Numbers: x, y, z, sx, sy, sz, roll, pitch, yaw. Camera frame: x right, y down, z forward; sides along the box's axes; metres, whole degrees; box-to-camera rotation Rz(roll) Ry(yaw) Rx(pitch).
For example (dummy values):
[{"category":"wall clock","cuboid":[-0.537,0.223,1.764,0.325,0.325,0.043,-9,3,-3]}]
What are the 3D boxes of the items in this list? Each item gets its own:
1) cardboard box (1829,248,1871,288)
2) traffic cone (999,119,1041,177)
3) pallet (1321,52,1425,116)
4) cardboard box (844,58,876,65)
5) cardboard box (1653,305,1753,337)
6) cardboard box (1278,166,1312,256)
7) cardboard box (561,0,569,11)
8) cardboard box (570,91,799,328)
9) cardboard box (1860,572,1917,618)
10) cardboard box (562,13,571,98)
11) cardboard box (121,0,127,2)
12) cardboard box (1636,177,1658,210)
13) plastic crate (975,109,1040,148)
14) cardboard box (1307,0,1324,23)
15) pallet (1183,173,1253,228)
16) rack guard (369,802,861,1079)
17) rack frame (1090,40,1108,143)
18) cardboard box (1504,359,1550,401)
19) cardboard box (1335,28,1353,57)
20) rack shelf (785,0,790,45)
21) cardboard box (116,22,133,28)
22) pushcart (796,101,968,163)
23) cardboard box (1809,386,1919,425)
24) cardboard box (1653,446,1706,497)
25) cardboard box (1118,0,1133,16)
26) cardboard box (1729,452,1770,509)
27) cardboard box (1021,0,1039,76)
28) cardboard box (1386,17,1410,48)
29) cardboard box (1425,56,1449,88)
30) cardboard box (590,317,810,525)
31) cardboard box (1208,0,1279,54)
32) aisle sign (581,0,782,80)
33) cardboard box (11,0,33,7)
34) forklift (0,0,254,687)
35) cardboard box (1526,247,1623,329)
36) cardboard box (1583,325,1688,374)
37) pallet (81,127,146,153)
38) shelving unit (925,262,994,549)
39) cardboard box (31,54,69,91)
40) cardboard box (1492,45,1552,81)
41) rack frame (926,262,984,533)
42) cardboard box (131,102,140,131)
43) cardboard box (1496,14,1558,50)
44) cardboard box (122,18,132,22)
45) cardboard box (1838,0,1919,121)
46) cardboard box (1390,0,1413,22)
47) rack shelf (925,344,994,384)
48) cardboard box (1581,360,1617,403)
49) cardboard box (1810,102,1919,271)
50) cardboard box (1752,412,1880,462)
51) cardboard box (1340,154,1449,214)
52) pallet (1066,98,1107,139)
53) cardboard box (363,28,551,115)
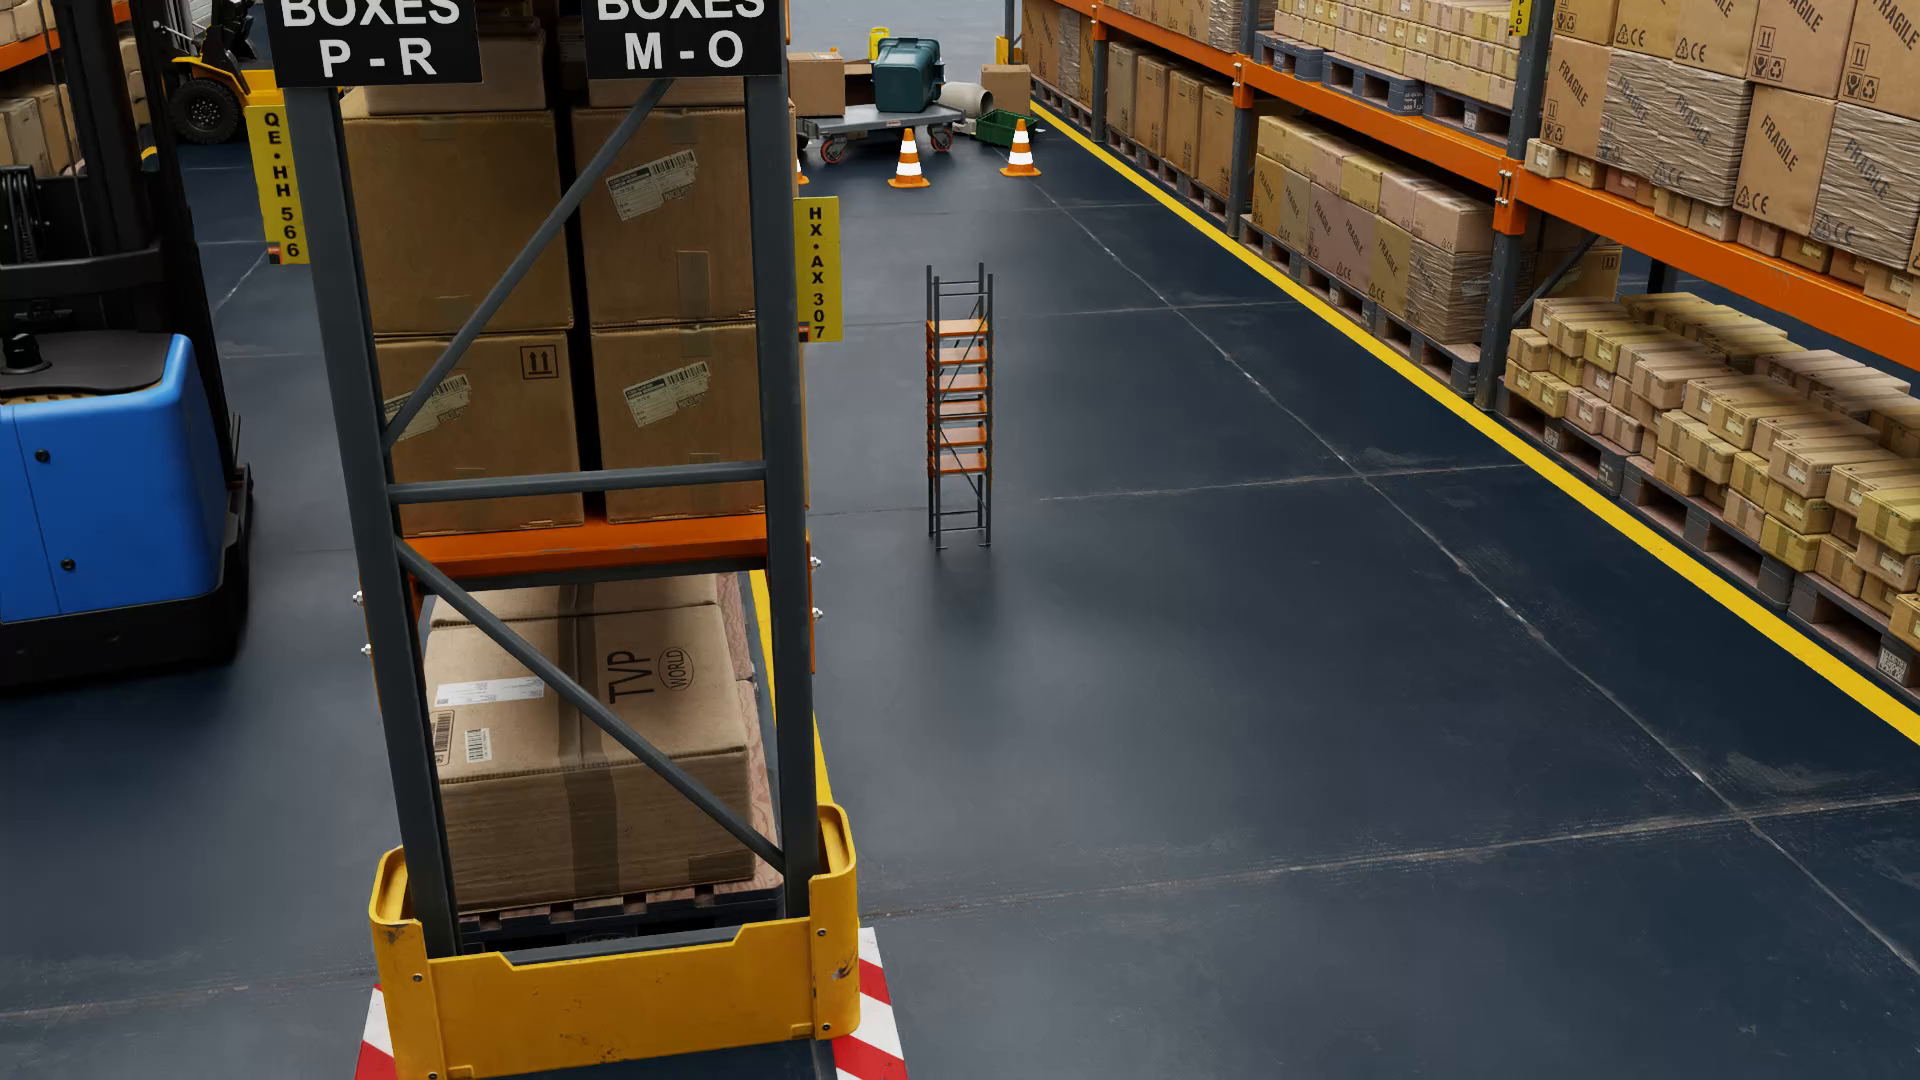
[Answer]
[{"category":"cardboard box","cuboid":[3.495,-1.037,6.190,0.380,0.149,0.250,-5,24,-12]},{"category":"traffic cone","cuboid":[0.530,-3.450,14.570,0.336,0.463,0.334,-4,24,-10]},{"category":"pallet","cuboid":[2.912,-2.815,10.186,1.003,0.211,1.213,-4,24,-10]},{"category":"cardboard box","cuboid":[-1.007,-4.771,17.546,0.637,0.503,0.797,18,29,36]},{"category":"cardboard box","cuboid":[3.653,-1.045,8.189,0.380,0.149,0.250,-4,24,-9]},{"category":"cardboard box","cuboid":[2.482,-2.230,11.208,0.500,0.500,0.500,-4,24,-9]},{"category":"cardboard box","cuboid":[-1.512,-1.858,5.572,0.380,0.149,0.250,-4,24,-10]},{"category":"cardboard box","cuboid":[-0.670,-0.839,4.050,0.500,0.500,0.500,-5,24,-11]},{"category":"cardboard box","cuboid":[3.572,0.187,6.111,0.380,0.149,0.250,-4,24,-10]},{"category":"cardboard box","cuboid":[-1.489,-1.397,5.328,0.500,0.500,0.500,-4,24,-10]},{"category":"cardboard box","cuboid":[-8.062,-5.318,15.555,0.500,0.500,0.500,-4,24,-9]},{"category":"cardboard box","cuboid":[3.242,-1.550,7.364,0.380,0.149,0.250,-5,24,-12]},{"category":"plastic crate","cuboid":[0.447,-3.961,16.012,0.450,0.188,0.662,17,27,13]},{"category":"cardboard box","cuboid":[2.503,-3.476,10.878,0.380,0.149,0.250,-5,24,-11]},{"category":"pallet","cuboid":[2.434,-2.716,13.205,1.003,0.211,1.213,-4,24,-10]},{"category":"rack guard","cuboid":[-0.856,1.030,4.268,1.175,0.500,0.348,-4,24,-10]},{"category":"rack frame","cuboid":[1.766,-5.251,15.526,1.000,3.000,0.127,-4,24,-10]},{"category":"cardboard box","cuboid":[2.997,-0.824,8.426,0.380,0.149,0.250,-5,24,-12]},{"category":"cardboard box","cuboid":[2.593,-3.142,10.486,0.380,0.149,0.250,-4,24,-8]},{"category":"rack shelf","cuboid":[-1.231,-1.957,5.134,1.077,0.370,4.000,-4,24,-10]},{"category":"cardboard box","cuboid":[-8.205,-5.082,16.800,0.500,0.250,0.500,-4,24,-9]},{"category":"pushcart","cuboid":[-0.848,-3.832,15.553,1.648,0.377,0.936,-13,27,-28]},{"category":"cardboard box","cuboid":[3.819,-0.529,7.008,0.380,0.149,0.250,-4,24,-10]},{"category":"cardboard box","cuboid":[3.277,-0.316,7.264,0.380,0.149,0.250,-5,24,-11]},{"category":"cardboard box","cuboid":[1.693,-4.872,14.532,0.500,0.500,0.500,-4,24,-9]},{"category":"cardboard box","cuboid":[3.372,-0.249,6.739,0.380,0.149,0.250,-3,24,-7]},{"category":"cardboard box","cuboid":[1.217,-5.782,18.870,0.875,0.875,0.875,-4,24,-9]},{"category":"cardboard box","cuboid":[2.730,-2.979,9.740,0.380,0.149,0.250,-4,24,-10]},{"category":"cardboard box","cuboid":[2.839,-2.623,9.296,0.380,0.149,0.250,-6,24,-12]},{"category":"cardboard box","cuboid":[-0.667,-0.381,4.250,0.500,0.500,0.500,-4,24,-10]},{"category":"cardboard box","cuboid":[2.159,-3.881,12.264,0.500,0.500,0.500,-4,24,-10]},{"category":"aisle sign","cuboid":[-0.563,-1.310,3.253,0.394,0.787,0.004,-4,24,-10]},{"category":"cardboard box","cuboid":[-7.513,-4.261,12.821,0.500,0.250,0.500,-5,24,-11]},{"category":"forklift","cuboid":[-3.691,-1.358,6.697,1.130,2.935,3.031,-8,25,-18]},{"category":"cardboard box","cuboid":[3.369,-1.462,9.448,0.500,0.500,0.500,-3,24,-8]},{"category":"cardboard box","cuboid":[3.193,-0.904,7.866,0.380,0.149,0.250,-5,24,-10]},{"category":"pallet","cuboid":[-8.063,-3.515,15.033,1.003,0.211,1.213,-4,24,-10]},{"category":"shelving unit","cuboid":[-0.003,-0.556,7.023,0.258,1.200,0.189,-4,24,-10]},{"category":"cardboard box","cuboid":[-7.738,-4.081,14.507,0.500,0.250,0.500,-5,24,-11]},{"category":"cardboard box","cuboid":[2.978,-2.460,8.553,0.380,0.149,0.250,-4,24,-8]},{"category":"rack frame","cuboid":[-0.020,-0.592,7.105,0.240,1.200,0.006,-4,24,-10]},{"category":"cardboard box","cuboid":[-7.830,-3.822,15.165,0.500,0.250,0.500,-5,24,-11]},{"category":"cardboard box","cuboid":[2.979,-2.598,8.497,0.380,0.149,0.250,-3,24,-7]},{"category":"cardboard box","cuboid":[-8.794,-5.237,17.156,0.500,0.250,0.500,-5,24,-11]},{"category":"cardboard box","cuboid":[3.457,-1.737,5.732,0.500,0.500,0.500,-3,24,-7]},{"category":"cardboard box","cuboid":[2.739,-3.111,9.671,0.380,0.149,0.250,-5,24,-12]},{"category":"rack shelf","cuboid":[-0.003,-0.735,6.945,0.258,0.103,0.180,-4,24,-10]},{"category":"cardboard box","cuboid":[3.213,-0.775,7.942,0.380,0.149,0.250,-4,24,-10]},{"category":"cardboard box","cuboid":[3.456,-1.273,5.920,0.500,0.500,0.500,-4,24,-10]},{"category":"cardboard box","cuboid":[3.446,-0.395,6.701,0.380,0.149,0.250,-5,24,-12]},{"category":"cardboard box","cuboid":[2.666,-2.180,10.154,0.500,0.250,0.500,-5,24,-12]},{"category":"pallet","cuboid":[1.702,-4.278,16.783,1.003,0.211,1.213,-4,24,-10]},{"category":"cardboard box","cuboid":[-1.124,-1.053,3.729,0.380,0.149,0.250,-4,24,-9]}]
